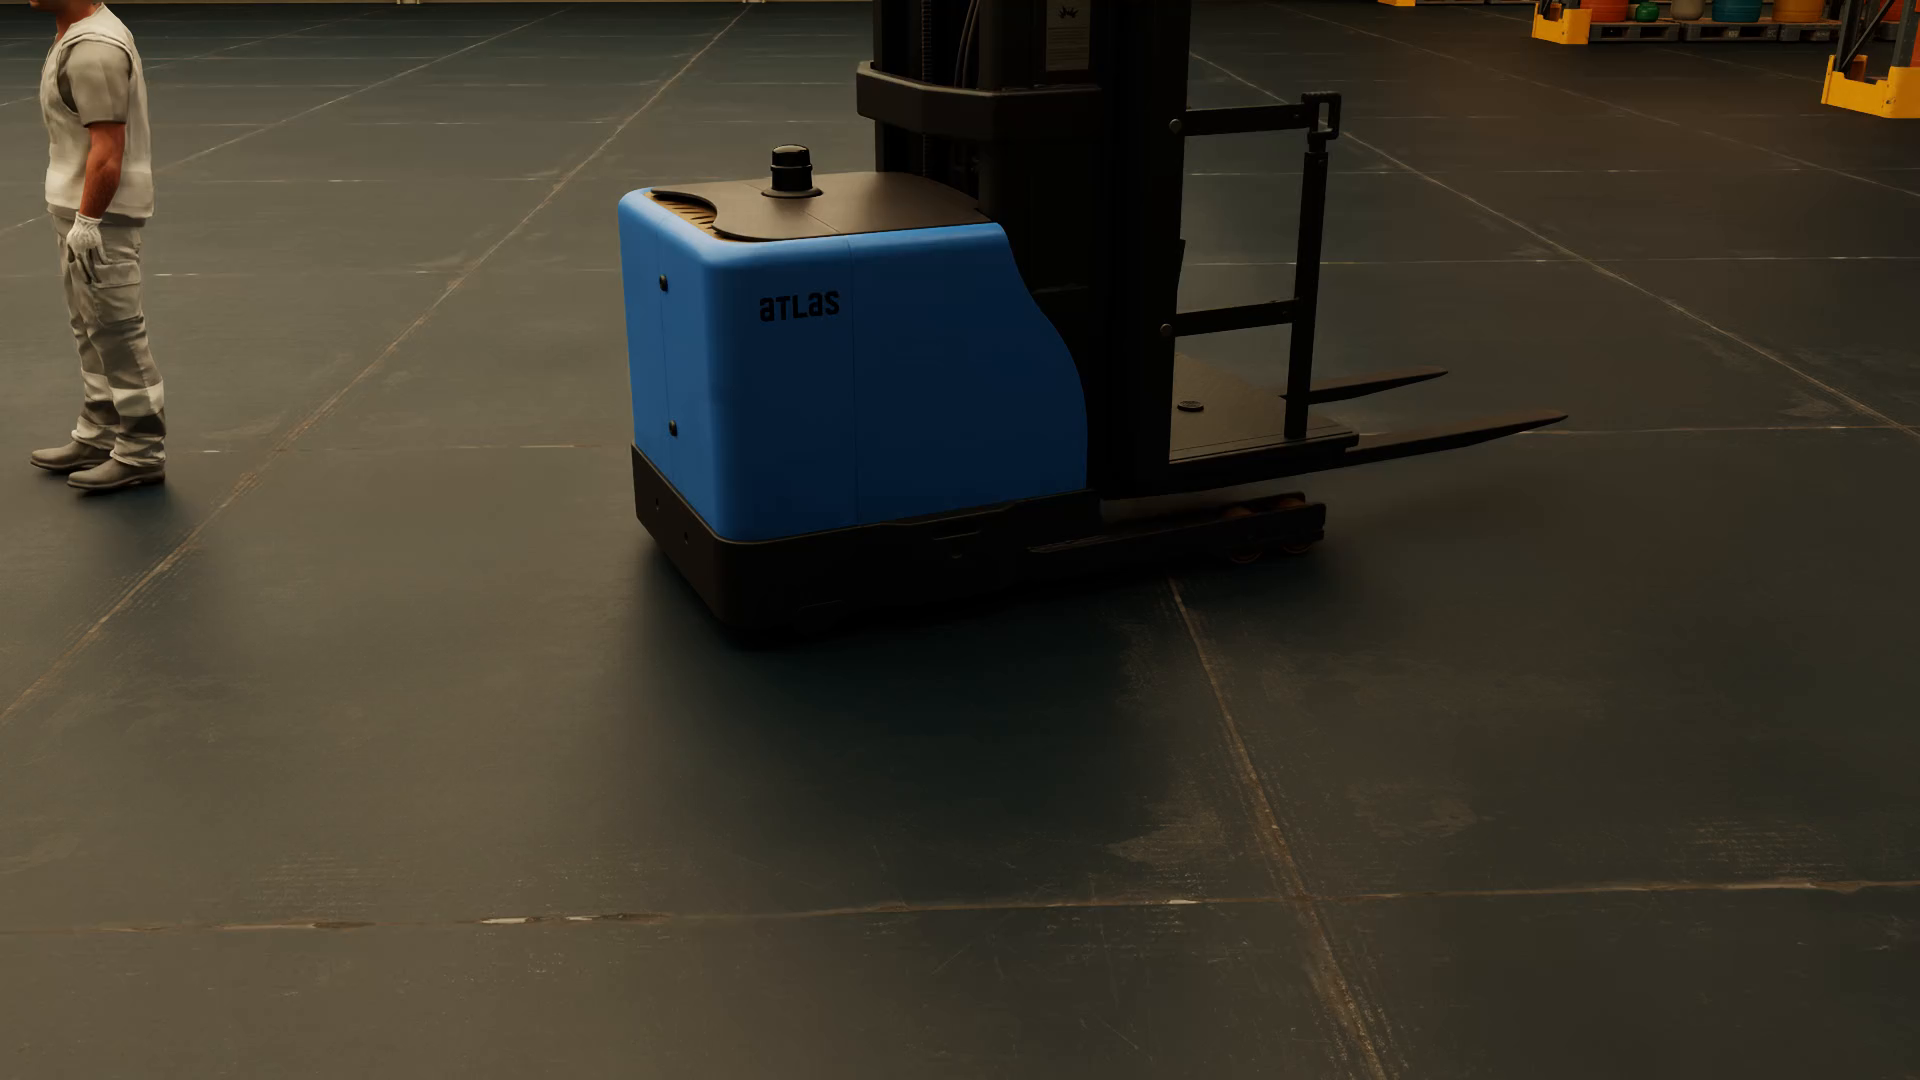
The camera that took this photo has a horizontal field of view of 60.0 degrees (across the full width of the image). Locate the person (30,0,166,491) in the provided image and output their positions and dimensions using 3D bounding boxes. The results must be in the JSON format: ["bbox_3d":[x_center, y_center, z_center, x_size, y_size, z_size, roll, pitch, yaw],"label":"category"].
[{"bbox_3d":[-2.851,-1.033,5.337,0.561,1.790,0.637,-10,24,-24],"label":"person"}]

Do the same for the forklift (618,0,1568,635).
[{"bbox_3d":[0.552,-1.458,4.875,3.031,2.935,1.130,-10,23,-23],"label":"forklift"}]
